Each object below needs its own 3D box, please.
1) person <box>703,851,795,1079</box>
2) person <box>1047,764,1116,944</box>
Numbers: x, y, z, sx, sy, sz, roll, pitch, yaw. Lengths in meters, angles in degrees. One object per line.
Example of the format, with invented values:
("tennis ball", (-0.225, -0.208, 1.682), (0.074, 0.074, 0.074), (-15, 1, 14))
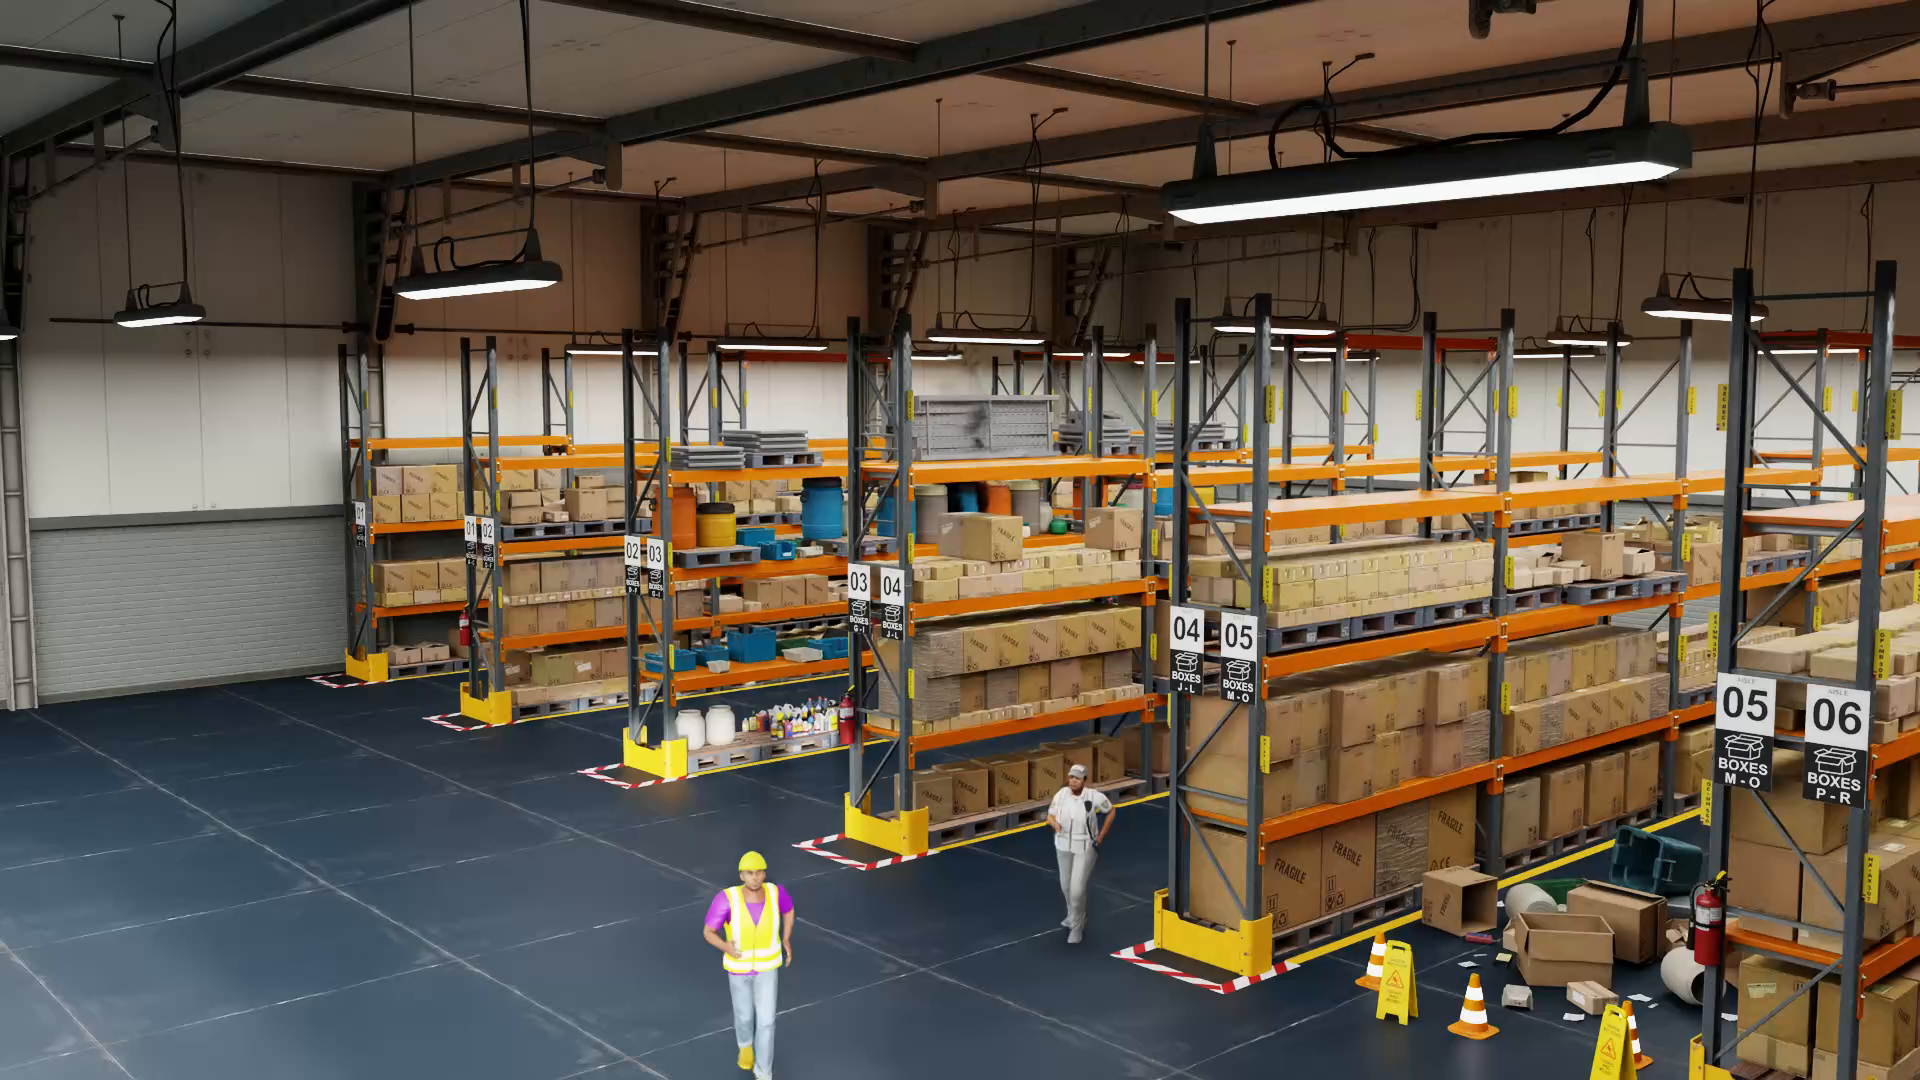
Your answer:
("person", (-1.554, 3.180, 12.319), (0.688, 1.792, 0.886), (-1, 5, -9))
("person", (1.108, 2.958, 15.664), (0.606, 1.729, 0.668), (3, 6, 26))
